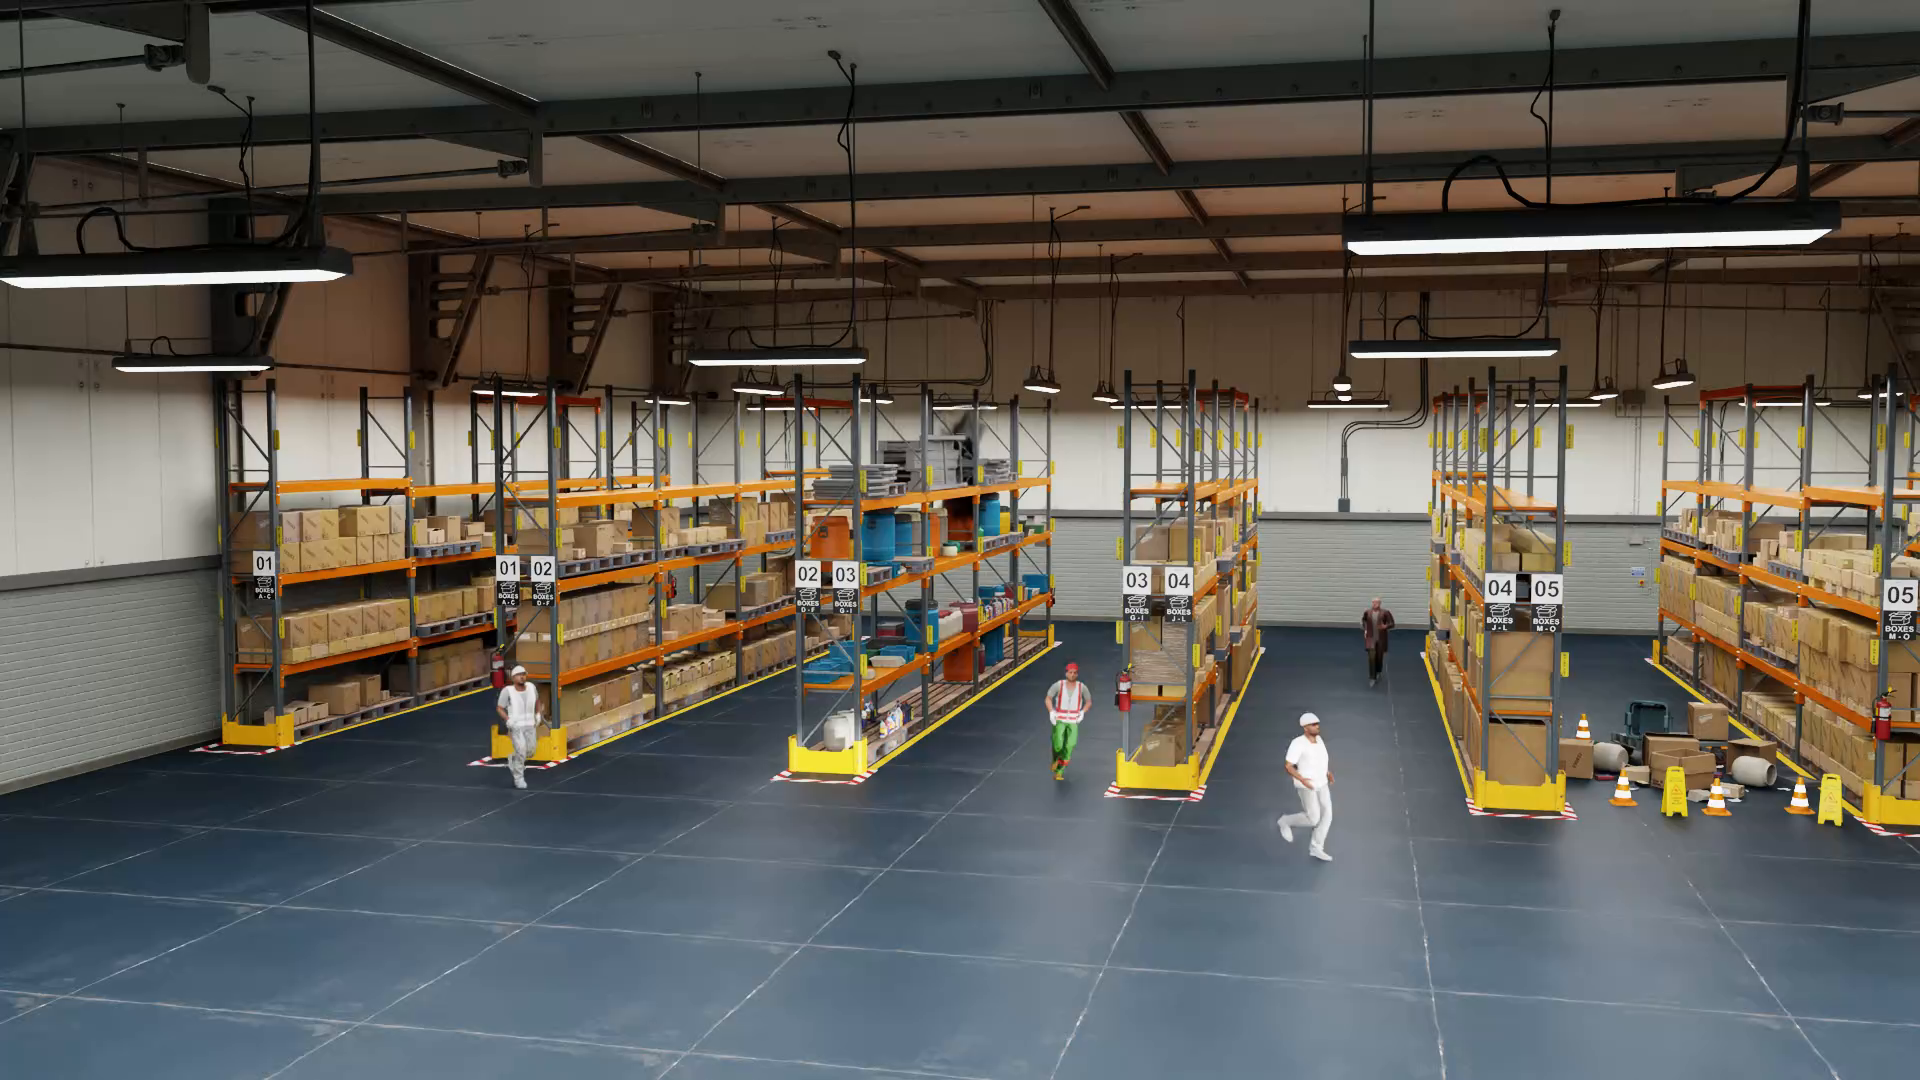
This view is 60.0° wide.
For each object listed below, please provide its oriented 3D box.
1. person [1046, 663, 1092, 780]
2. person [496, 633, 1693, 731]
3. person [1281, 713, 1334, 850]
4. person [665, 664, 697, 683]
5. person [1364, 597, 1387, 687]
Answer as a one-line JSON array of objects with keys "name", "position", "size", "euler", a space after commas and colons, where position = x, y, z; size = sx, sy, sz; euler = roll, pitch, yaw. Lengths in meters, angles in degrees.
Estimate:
[{"name": "person", "position": [1.605, 2.670, 24.528], "size": [0.678, 1.740, 0.591], "euler": [0, 3, -1]}, {"name": "person", "position": [7.532, 2.212, 32.044], "size": [32.048, 1.752, 8.352], "euler": [-3, 5, -42]}, {"name": "person", "position": [4.193, 2.907, 20.039], "size": [0.707, 1.661, 0.623], "euler": [-3, 4, -40]}, {"name": "person", "position": [4.459, 2.589, 21.542], "size": [17.732, 1.334, 22.560], "euler": [0, 3, -7]}, {"name": "person", "position": [8.545, 2.069, 34.028], "size": [0.653, 1.804, 0.898], "euler": [1, 4, 19]}]
